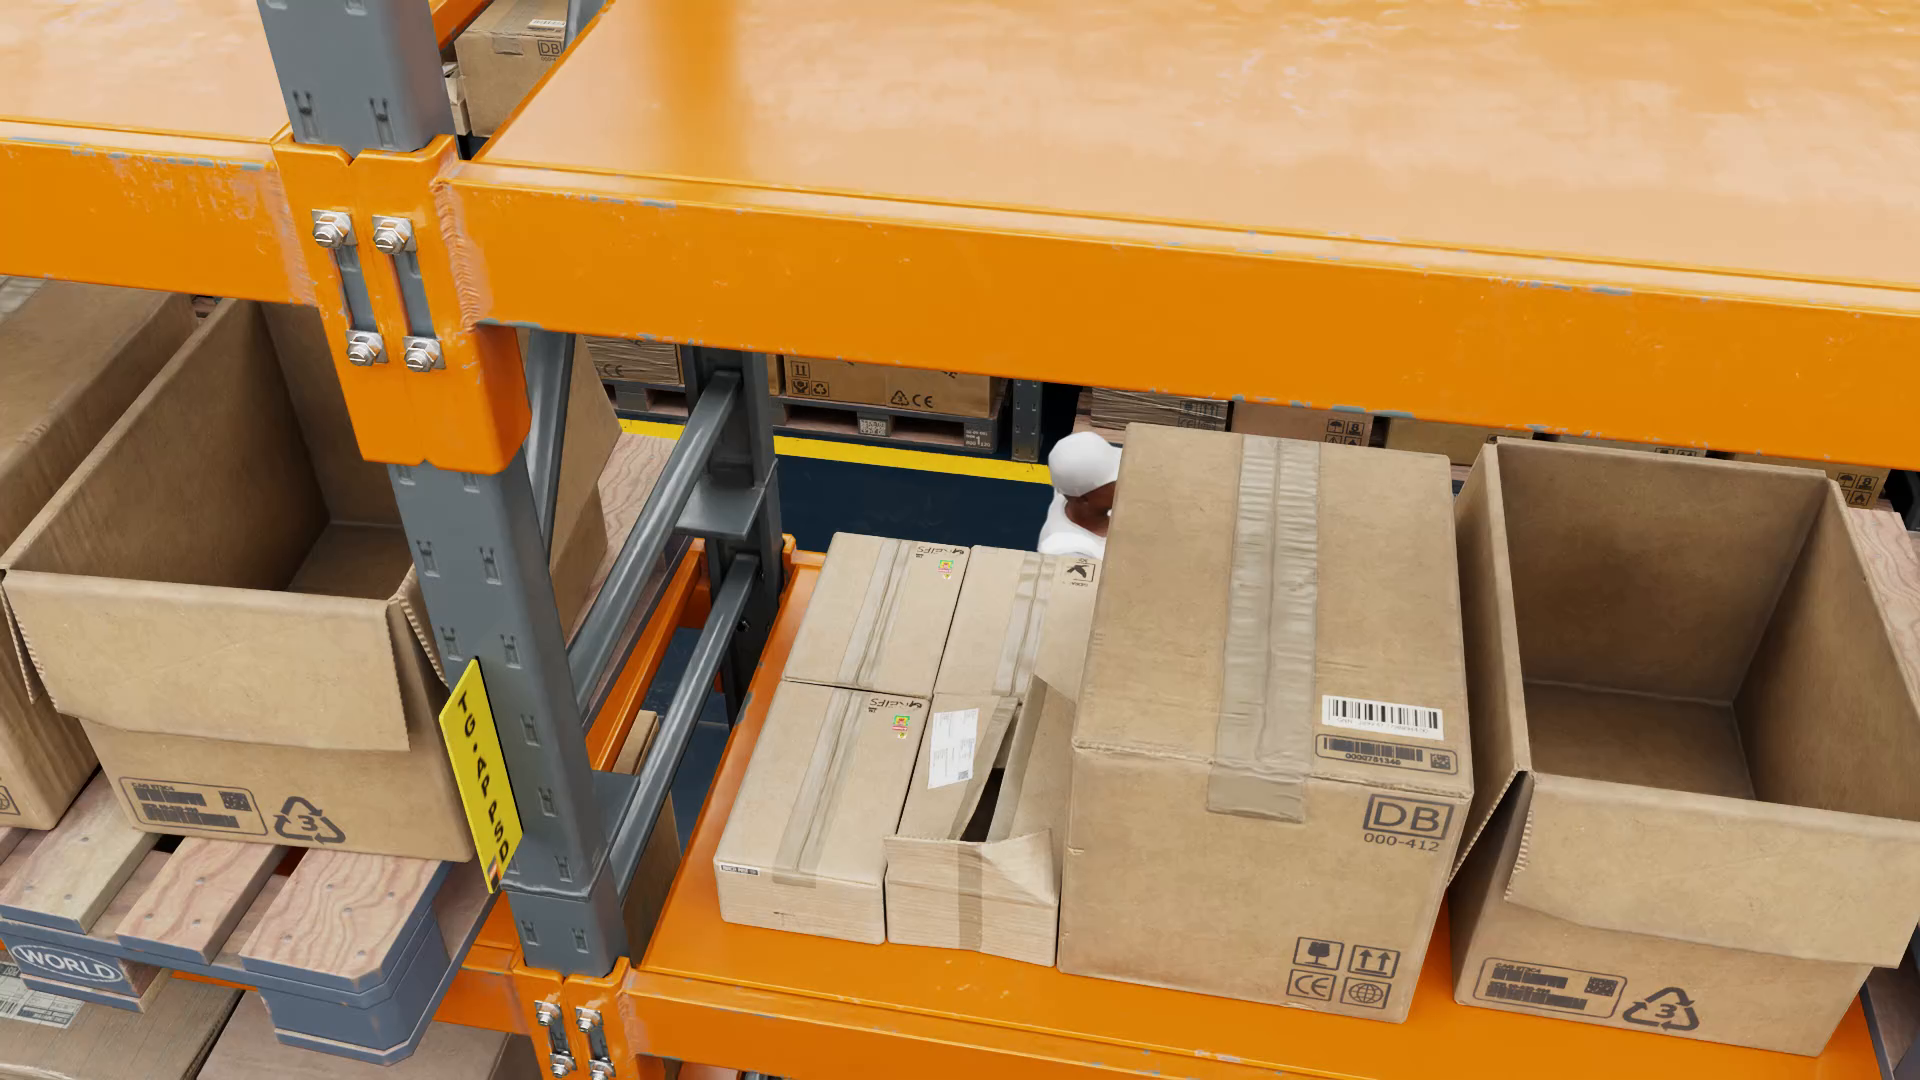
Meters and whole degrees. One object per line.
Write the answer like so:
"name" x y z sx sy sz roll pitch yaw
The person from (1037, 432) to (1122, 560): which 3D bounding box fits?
"person" 0.547 0.385 5.690 0.584 1.779 0.487 7 41 8
